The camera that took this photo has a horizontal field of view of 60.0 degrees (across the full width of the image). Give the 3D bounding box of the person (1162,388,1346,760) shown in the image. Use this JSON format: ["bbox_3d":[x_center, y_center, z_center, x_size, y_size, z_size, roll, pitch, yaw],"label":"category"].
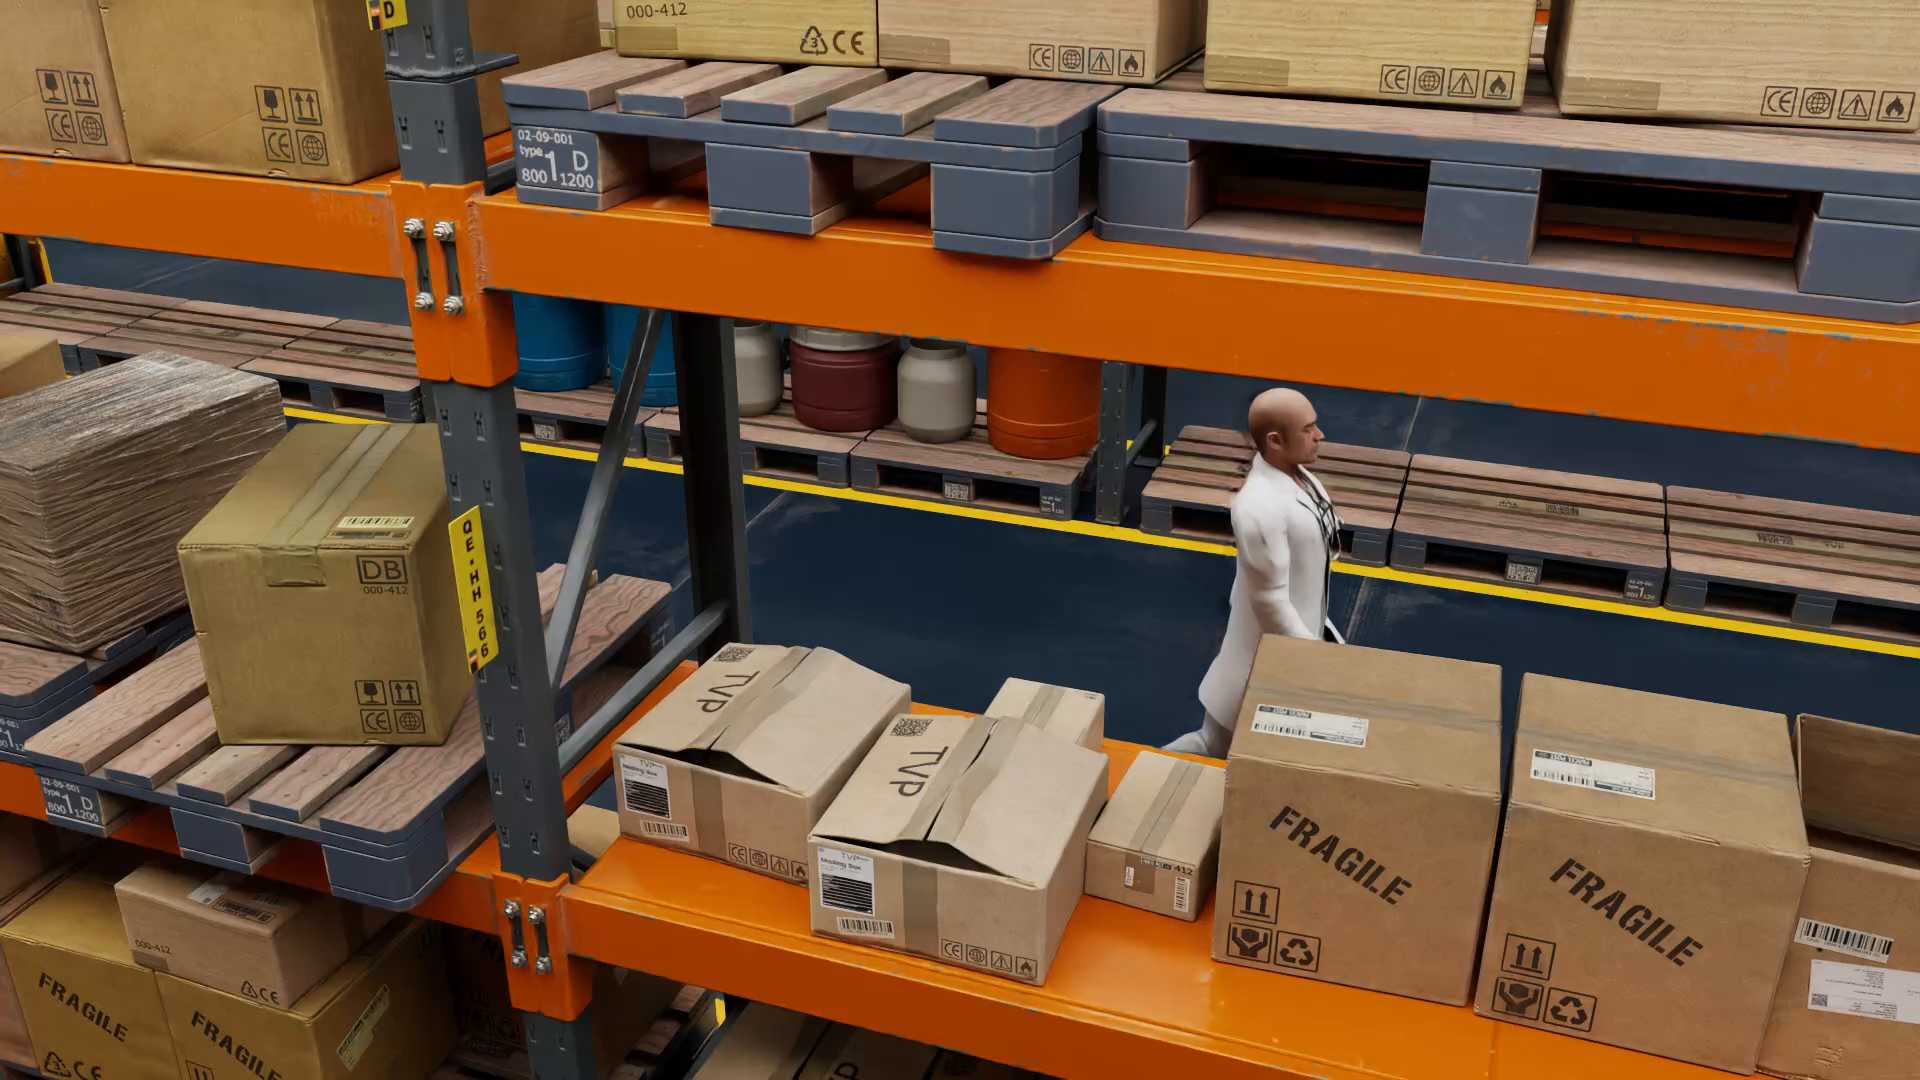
[{"bbox_3d":[1.035,0.336,5.429,1.138,1.726,0.586,11,28,22],"label":"person"}]
